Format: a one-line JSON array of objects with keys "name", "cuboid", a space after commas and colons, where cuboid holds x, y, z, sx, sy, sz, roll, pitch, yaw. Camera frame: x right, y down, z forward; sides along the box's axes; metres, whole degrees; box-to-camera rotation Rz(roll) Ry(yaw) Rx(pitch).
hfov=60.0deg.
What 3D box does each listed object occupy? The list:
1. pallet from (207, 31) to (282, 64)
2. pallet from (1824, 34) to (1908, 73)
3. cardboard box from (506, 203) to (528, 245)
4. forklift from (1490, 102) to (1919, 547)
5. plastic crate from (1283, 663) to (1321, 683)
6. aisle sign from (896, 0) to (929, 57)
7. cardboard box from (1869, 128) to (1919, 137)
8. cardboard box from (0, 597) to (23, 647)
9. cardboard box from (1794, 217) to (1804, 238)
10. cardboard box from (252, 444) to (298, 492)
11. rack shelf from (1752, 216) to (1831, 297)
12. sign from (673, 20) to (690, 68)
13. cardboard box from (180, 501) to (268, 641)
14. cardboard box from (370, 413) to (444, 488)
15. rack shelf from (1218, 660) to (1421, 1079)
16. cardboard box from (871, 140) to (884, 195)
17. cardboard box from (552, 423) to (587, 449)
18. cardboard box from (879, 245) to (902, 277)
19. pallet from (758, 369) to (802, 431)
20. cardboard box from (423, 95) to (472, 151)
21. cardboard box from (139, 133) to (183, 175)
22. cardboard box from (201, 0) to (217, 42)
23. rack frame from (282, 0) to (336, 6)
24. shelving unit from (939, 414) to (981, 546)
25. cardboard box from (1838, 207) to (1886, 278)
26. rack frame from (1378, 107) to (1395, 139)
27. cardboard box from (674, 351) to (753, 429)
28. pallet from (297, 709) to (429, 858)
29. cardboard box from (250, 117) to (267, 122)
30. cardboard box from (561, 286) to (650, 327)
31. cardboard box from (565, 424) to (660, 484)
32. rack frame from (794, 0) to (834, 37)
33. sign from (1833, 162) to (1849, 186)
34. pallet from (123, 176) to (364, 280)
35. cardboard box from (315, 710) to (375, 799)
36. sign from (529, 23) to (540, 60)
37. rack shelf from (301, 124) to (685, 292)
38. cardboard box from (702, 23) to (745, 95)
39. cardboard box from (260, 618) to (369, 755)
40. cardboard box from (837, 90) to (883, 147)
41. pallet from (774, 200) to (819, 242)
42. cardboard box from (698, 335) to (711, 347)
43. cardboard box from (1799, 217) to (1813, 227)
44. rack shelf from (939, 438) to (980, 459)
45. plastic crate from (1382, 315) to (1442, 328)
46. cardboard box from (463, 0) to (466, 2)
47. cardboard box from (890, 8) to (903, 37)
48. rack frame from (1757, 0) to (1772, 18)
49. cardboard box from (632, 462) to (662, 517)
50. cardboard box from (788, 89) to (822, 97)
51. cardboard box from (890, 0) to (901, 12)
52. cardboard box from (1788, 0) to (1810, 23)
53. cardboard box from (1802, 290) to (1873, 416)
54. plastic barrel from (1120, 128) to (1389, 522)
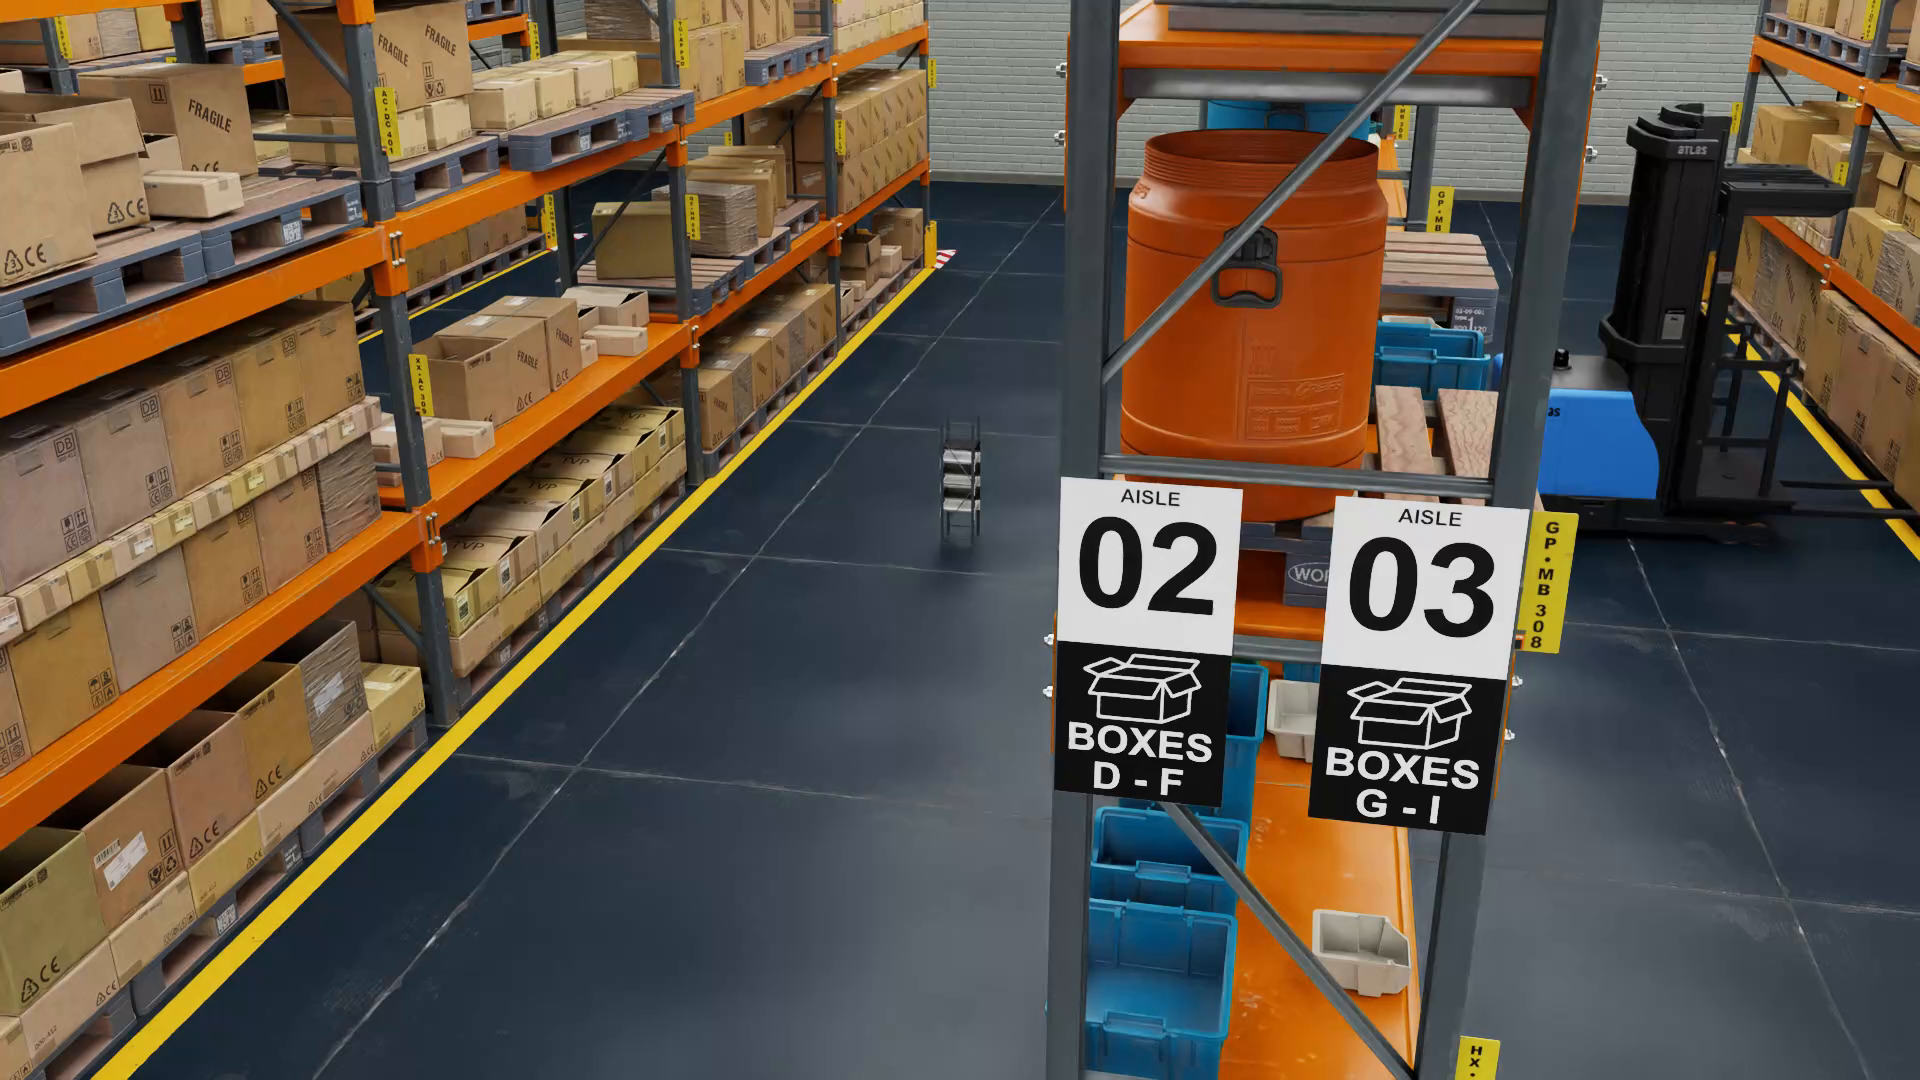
[{"name": "pallet", "cuboid": [-6.668, -4.663, 15.657, 0.805, 0.209, 1.217, 4, 22, 9]}, {"name": "pallet", "cuboid": [8.195, -4.215, 14.408, 1.003, 0.211, 1.213, 4, 22, 11]}, {"name": "cardboard box", "cuboid": [-5.758, -3.934, 20.390, 0.700, 0.500, 0.500, 4, 22, 11]}, {"name": "forklift", "cuboid": [5.430, -1.525, 11.716, 3.031, 2.935, 1.130, 3, 22, 8]}, {"name": "plastic crate", "cuboid": [1.577, 0.476, 6.855, 0.499, 0.251, 0.616, 4, 22, 11]}, {"name": "aisle sign", "cuboid": [-0.549, -5.993, 19.240, 0.394, 0.787, 0.004, 4, 22, 11]}, {"name": "cardboard box", "cuboid": [8.576, -3.509, 15.349, 0.500, 0.500, 0.500, 4, 22, 9]}, {"name": "cardboard box", "cuboid": [-3.680, 0.311, 6.064, 0.380, 0.149, 0.250, 4, 22, 10]}, {"name": "cardboard box", "cuboid": [7.917, -2.869, 15.297, 0.380, 0.149, 0.250, 5, 22, 12]}, {"name": "cardboard box", "cuboid": [-3.313, -0.346, 7.696, 0.380, 0.149, 0.250, 4, 22, 11]}, {"name": "rack shelf", "cuboid": [8.426, -2.964, 16.162, 1.077, 0.370, 4.000, 4, 22, 11]}, {"name": "sign", "cuboid": [-1.954, -3.483, 11.673, 0.100, 0.325, 0.005, 4, 22, 11]}, {"name": "cardboard box", "cuboid": [-3.604, 0.096, 7.467, 0.700, 0.500, 0.500, 5, 22, 12]}, {"name": "cardboard box", "cuboid": [-3.254, -0.511, 9.308, 0.500, 0.250, 0.500, 6, 23, 14]}, {"name": "rack shelf", "cuboid": [1.129, 1.047, 6.202, 1.077, 0.370, 4.000, 4, 22, 11]}, {"name": "cardboard box", "cuboid": [-1.103, -3.905, 17.402, 0.500, 0.500, 0.500, 4, 22, 11]}, {"name": "cardboard box", "cuboid": [-2.989, -0.678, 11.889, 0.500, 0.311, 0.500, 4, 22, 10]}, {"name": "cardboard box", "cuboid": [-0.956, -3.152, 18.756, 0.500, 0.250, 0.500, 4, 22, 11]}, {"name": "pallet", "cuboid": [-2.055, -1.282, 14.754, 1.003, 0.211, 1.213, 4, 22, 11]}, {"name": "cardboard box", "cuboid": [-3.067, -2.340, 9.271, 0.500, 0.250, 0.500, 2, 22, 6]}, {"name": "cardboard box", "cuboid": [-3.783, -1.646, 7.279, 0.500, 0.311, 0.500, 3, 22, 8]}, {"name": "cardboard box", "cuboid": [-7.032, -4.641, 14.624, 0.700, 0.500, 0.500, 4, 22, 11]}, {"name": "rack frame", "cuboid": [-6.530, -6.482, 15.903, 1.000, 3.000, 0.127, 4, 22, 11]}, {"name": "shelving unit", "cuboid": [0.002, -0.420, 11.693, 0.258, 0.900, 0.210, 4, 22, 11]}, {"name": "cardboard box", "cuboid": [7.679, -2.464, 13.822, 0.500, 0.500, 0.500, 5, 22, 11]}, {"name": "rack frame", "cuboid": [2.353, -1.481, 11.516, 1.000, 3.000, 0.127, 4, 22, 11]}, {"name": "cardboard box", "cuboid": [-2.022, -1.241, 13.678, 0.500, 0.500, 0.500, 4, 22, 9]}, {"name": "pallet", "cuboid": [-3.515, 1.184, 8.632, 1.003, 0.211, 1.213, 4, 22, 11]}, {"name": "cardboard box", "cuboid": [-6.979, -3.901, 15.961, 0.500, 0.250, 0.500, 5, 22, 12]}, {"name": "cardboard box", "cuboid": [-2.612, -1.689, 12.152, 0.500, 0.311, 0.500, 6, 23, 14]}, {"name": "cardboard box", "cuboid": [-2.461, -0.639, 11.792, 0.500, 0.311, 0.500, 4, 22, 10]}, {"name": "rack frame", "cuboid": [-1.679, -6.106, 14.969, 1.000, 3.000, 0.127, 4, 22, 11]}, {"name": "sign", "cuboid": [7.474, -3.047, 14.138, 0.100, 0.325, 0.005, 4, 22, 11]}, {"name": "pallet", "cuboid": [-3.460, -1.434, 7.502, 1.003, 0.211, 1.213, 4, 22, 11]}, {"name": "cardboard box", "cuboid": [-3.304, 1.052, 8.345, 0.500, 0.250, 0.500, 4, 22, 11]}, {"name": "sign", "cuboid": [-3.026, -3.534, 11.905, 0.100, 0.325, 0.005, 4, 22, 11]}, {"name": "rack shelf", "cuboid": [-2.904, -2.186, 10.215, 1.077, 0.370, 4.000, 4, 22, 11]}, {"name": "cardboard box", "cuboid": [-2.229, -3.837, 13.216, 0.910, 0.500, 0.500, 4, 22, 11]}, {"name": "cardboard box", "cuboid": [-3.306, 0.704, 8.206, 0.500, 0.500, 0.500, 4, 22, 11]}, {"name": "cardboard box", "cuboid": [-1.098, -4.361, 17.194, 0.500, 0.500, 0.500, 4, 22, 9]}, {"name": "pallet", "cuboid": [-1.949, -2.950, 15.420, 1.003, 0.211, 1.213, 4, 22, 11]}, {"name": "cardboard box", "cuboid": [-2.429, -1.454, 14.206, 0.500, 0.500, 0.500, 4, 22, 9]}, {"name": "cardboard box", "cuboid": [7.954, -3.006, 15.105, 0.500, 0.250, 0.500, 5, 23, 13]}, {"name": "rack shelf", "cuboid": [0.002, -0.640, 11.604, 0.258, 0.077, 0.200, 4, 22, 11]}, {"name": "plastic crate", "cuboid": [1.605, -0.670, 5.839, 0.243, 0.136, 0.396, 4, 22, 11]}, {"name": "cardboard box", "cuboid": [-5.809, -6.056, 18.365, 0.500, 0.250, 0.500, 4, 22, 9]}, {"name": "cardboard box", "cuboid": [-0.912, -5.534, 17.765, 0.500, 0.250, 0.500, 4, 22, 11]}, {"name": "rack frame", "cuboid": [8.834, -6.812, 16.723, 1.000, 3.000, 0.127, 4, 22, 11]}, {"name": "cardboard box", "cuboid": [-2.466, -0.380, 11.900, 0.500, 0.250, 0.500, 4, 22, 10]}, {"name": "cardboard box", "cuboid": [-1.625, -4.410, 17.316, 0.500, 0.500, 0.500, 5, 22, 11]}, {"name": "cardboard box", "cuboid": [-0.926, -5.767, 17.674, 0.500, 0.250, 0.500, 4, 22, 11]}, {"name": "cardboard box", "cuboid": [8.548, -5.318, 16.197, 0.700, 0.500, 0.500, 4, 22, 9]}, {"name": "cardboard box", "cuboid": [7.907, -1.540, 13.945, 1.225, 0.875, 0.875, 5, 22, 11]}, {"name": "plastic barrel", "cuboid": [0.695, -0.528, 3.998, 0.600, 0.830, 0.708, 4, 22, 11]}]
